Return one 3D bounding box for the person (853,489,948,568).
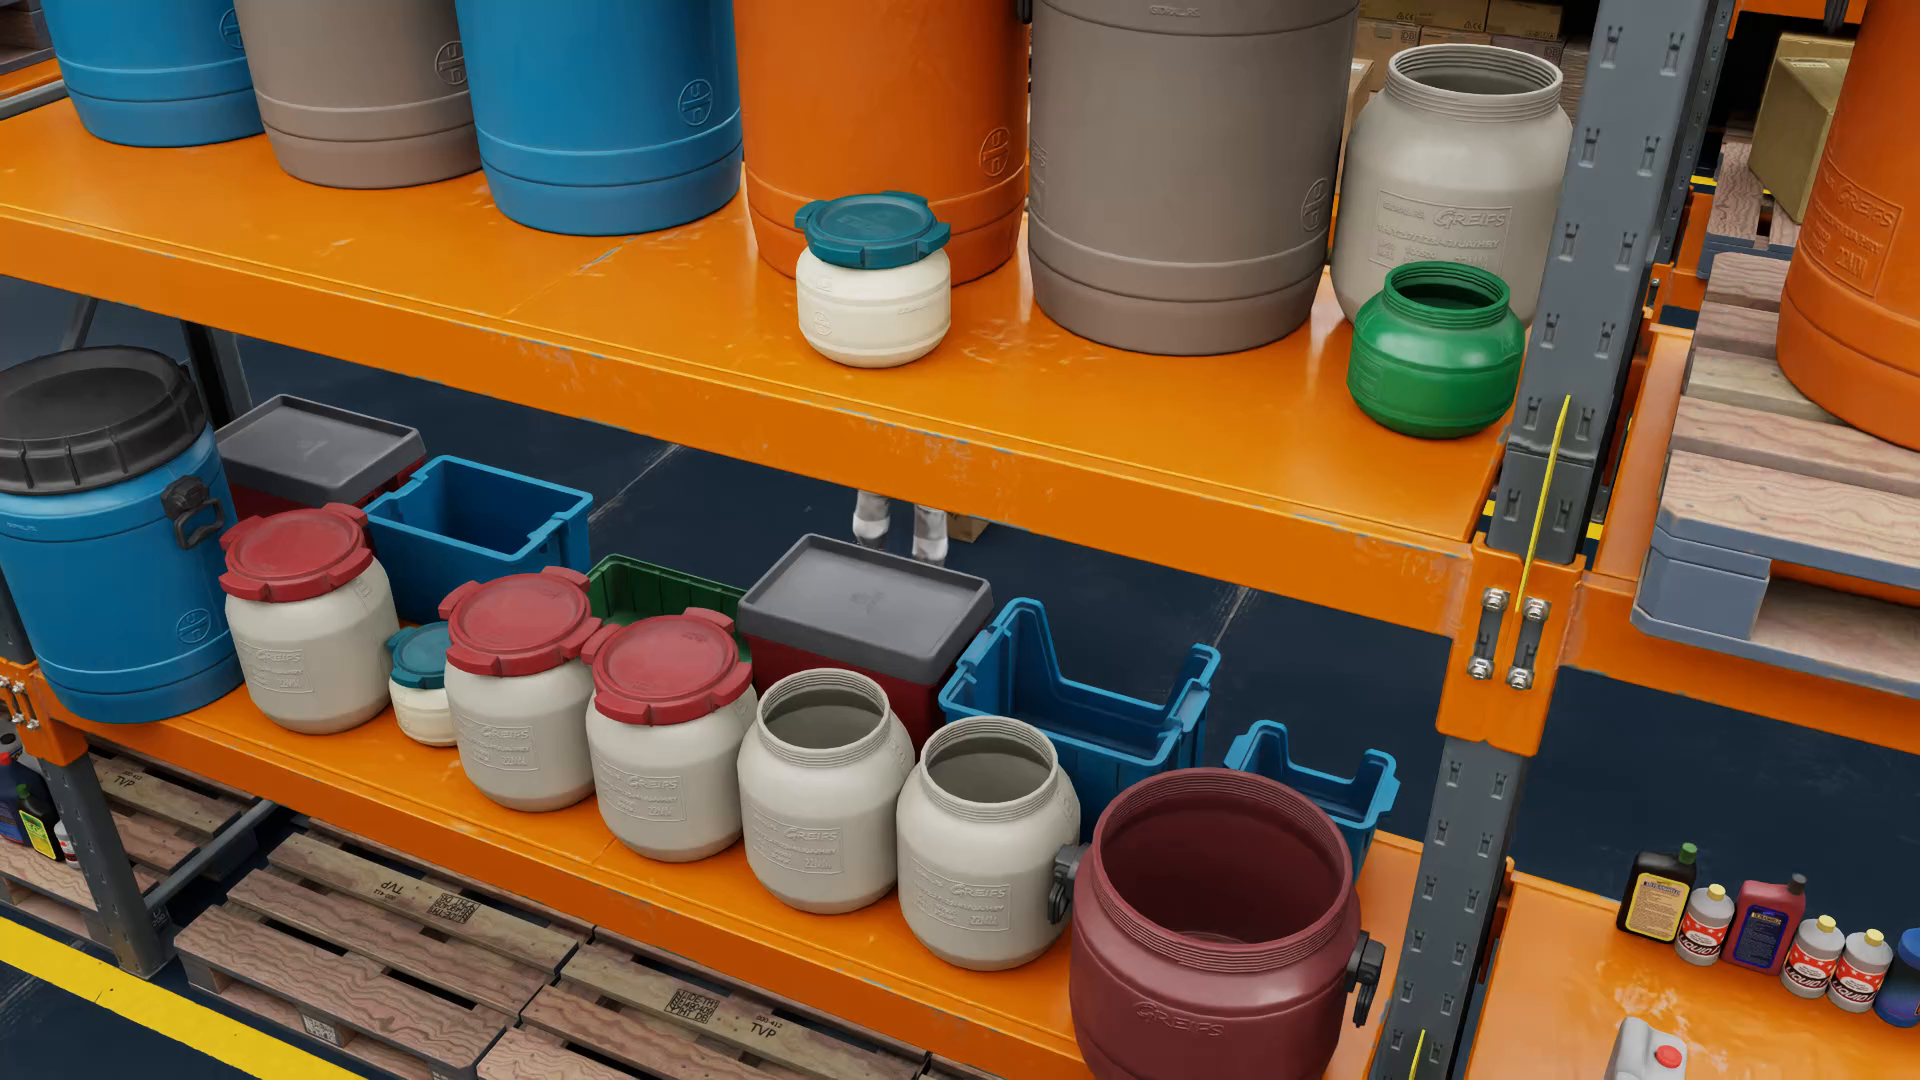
[{"bbox_3d":[-0.217,-0.558,6.964,0.565,1.797,0.528,-4,34,-6],"label":"person"}]
